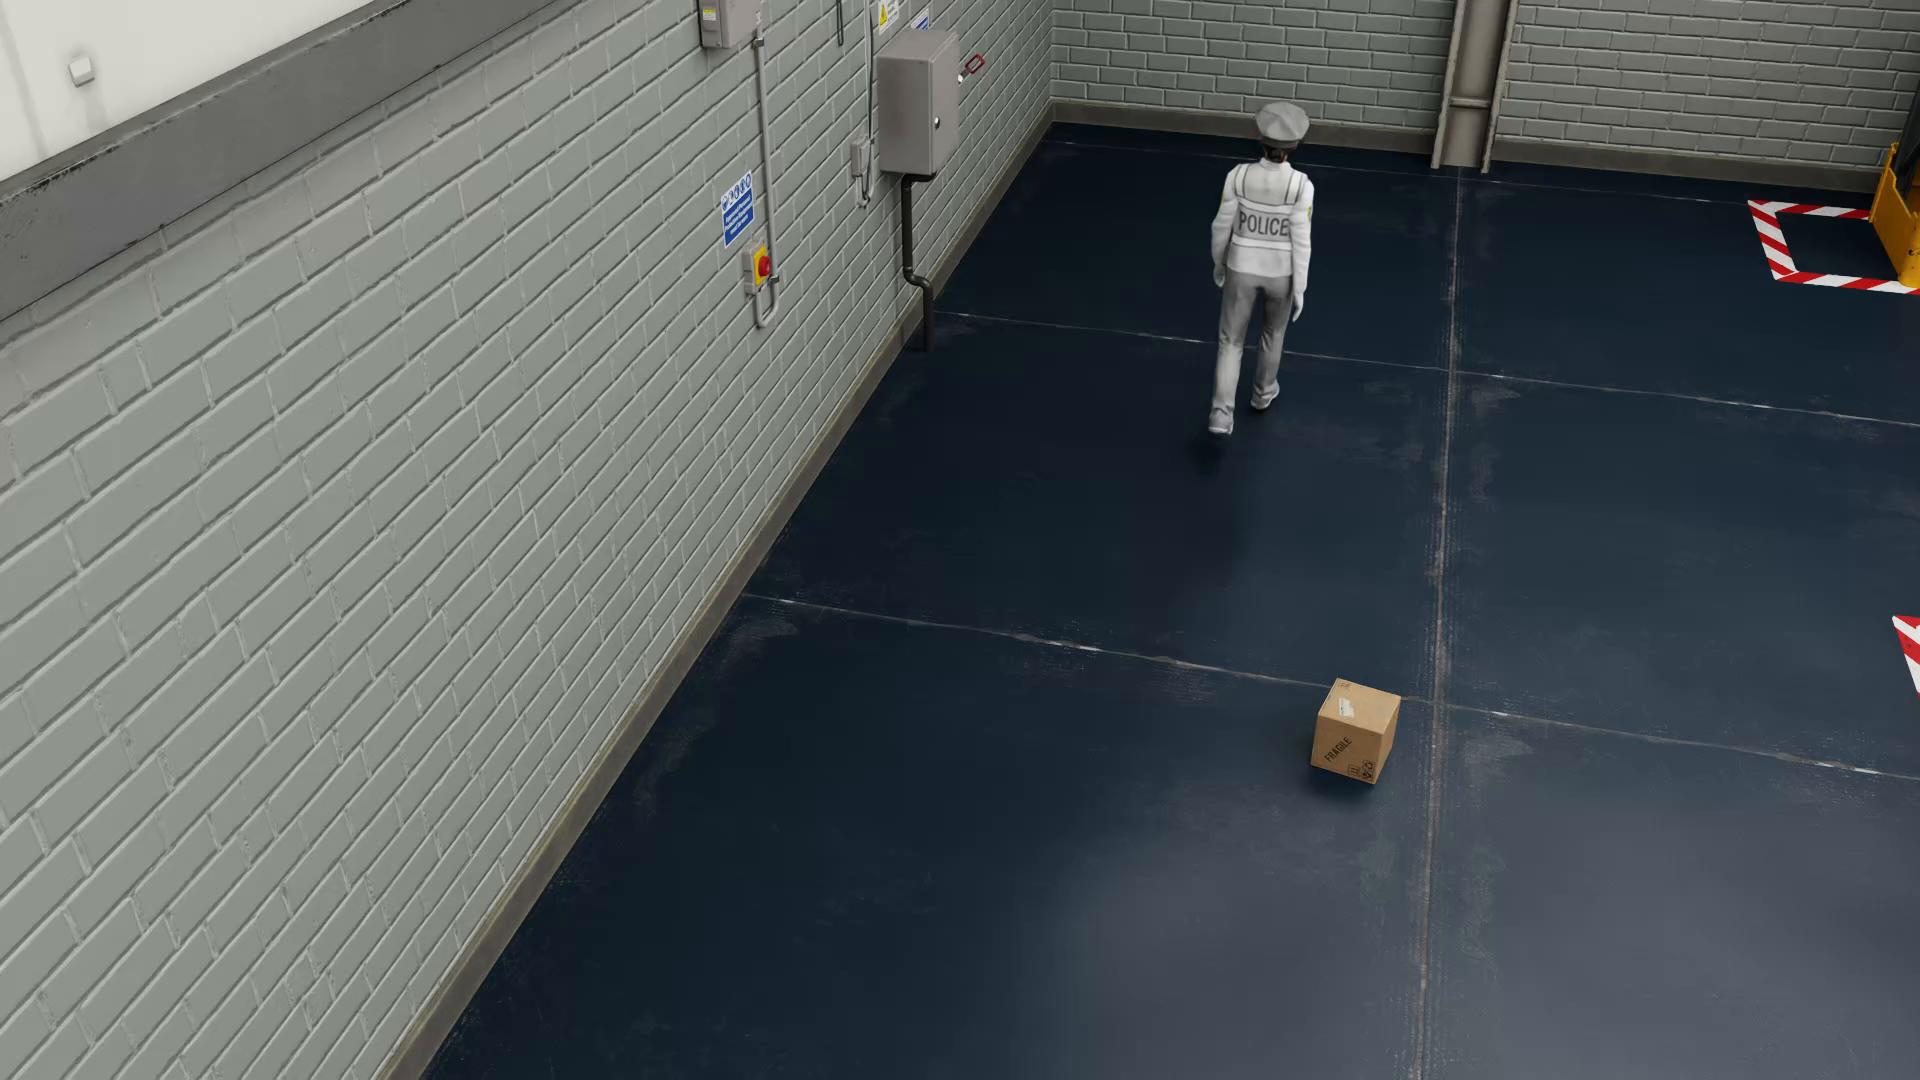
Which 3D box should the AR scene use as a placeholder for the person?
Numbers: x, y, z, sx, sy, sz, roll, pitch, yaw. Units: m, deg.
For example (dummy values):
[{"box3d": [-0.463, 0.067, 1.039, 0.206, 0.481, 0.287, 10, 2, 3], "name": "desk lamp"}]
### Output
[{"box3d": [1.448, -1.301, 8.096, 0.492, 1.653, 0.878, 9, 34, 13], "name": "person"}]
